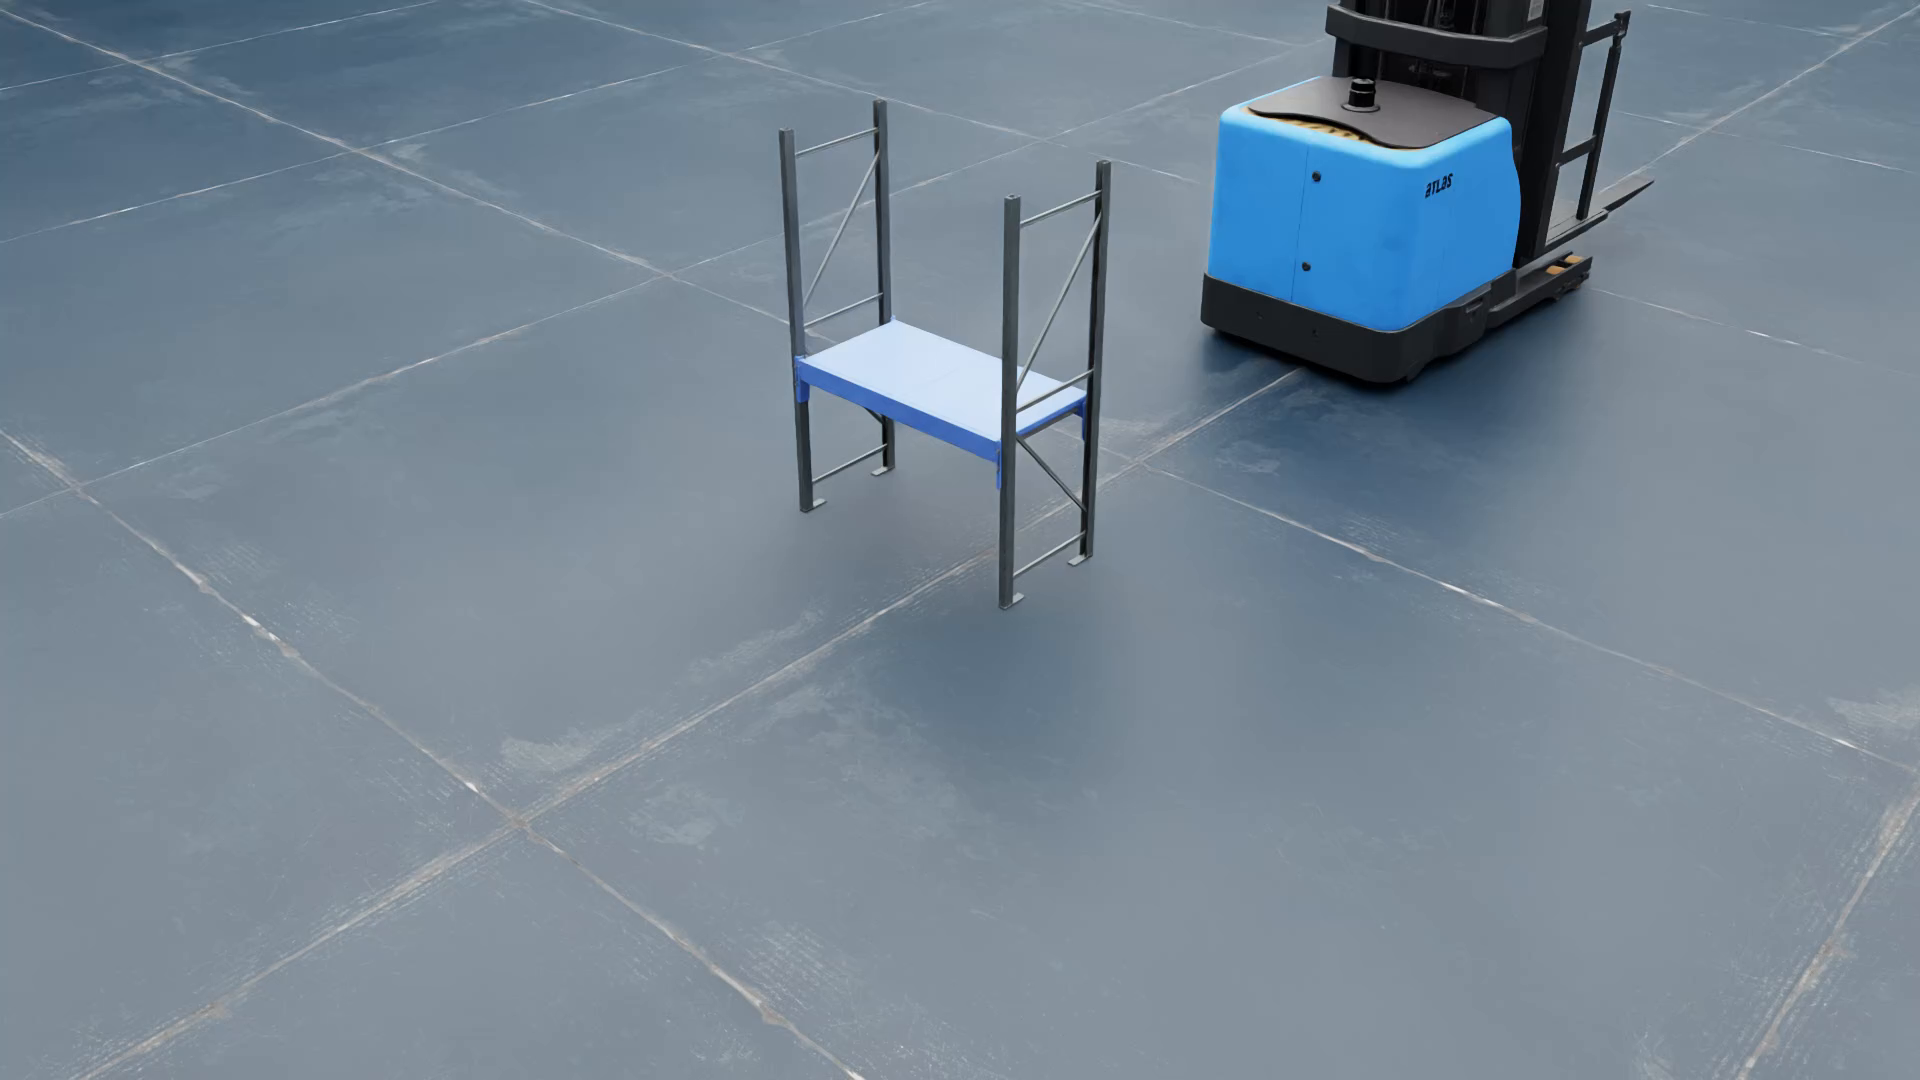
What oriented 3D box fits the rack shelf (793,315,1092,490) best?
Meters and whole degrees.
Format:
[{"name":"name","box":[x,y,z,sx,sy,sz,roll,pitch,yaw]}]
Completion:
[{"name":"rack shelf","box":[-0.063,-0.518,6.005,1.000,0.185,0.538,25,39,35]}]

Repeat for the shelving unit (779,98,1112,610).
[{"name":"shelving unit","box":[-0.063,-0.672,5.912,1.048,1.500,0.538,25,39,35]}]

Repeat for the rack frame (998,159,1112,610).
[{"name":"rack frame","box":[0.314,-0.496,5.620,0.032,1.500,0.500,25,39,35]}]

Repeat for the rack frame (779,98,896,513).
[{"name":"rack frame","box":[-0.440,-0.848,6.204,0.032,1.500,0.500,25,39,35]}]

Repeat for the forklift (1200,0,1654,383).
[{"name":"forklift","box":[2.516,-2.605,7.736,1.130,2.935,3.031,26,40,36]}]
